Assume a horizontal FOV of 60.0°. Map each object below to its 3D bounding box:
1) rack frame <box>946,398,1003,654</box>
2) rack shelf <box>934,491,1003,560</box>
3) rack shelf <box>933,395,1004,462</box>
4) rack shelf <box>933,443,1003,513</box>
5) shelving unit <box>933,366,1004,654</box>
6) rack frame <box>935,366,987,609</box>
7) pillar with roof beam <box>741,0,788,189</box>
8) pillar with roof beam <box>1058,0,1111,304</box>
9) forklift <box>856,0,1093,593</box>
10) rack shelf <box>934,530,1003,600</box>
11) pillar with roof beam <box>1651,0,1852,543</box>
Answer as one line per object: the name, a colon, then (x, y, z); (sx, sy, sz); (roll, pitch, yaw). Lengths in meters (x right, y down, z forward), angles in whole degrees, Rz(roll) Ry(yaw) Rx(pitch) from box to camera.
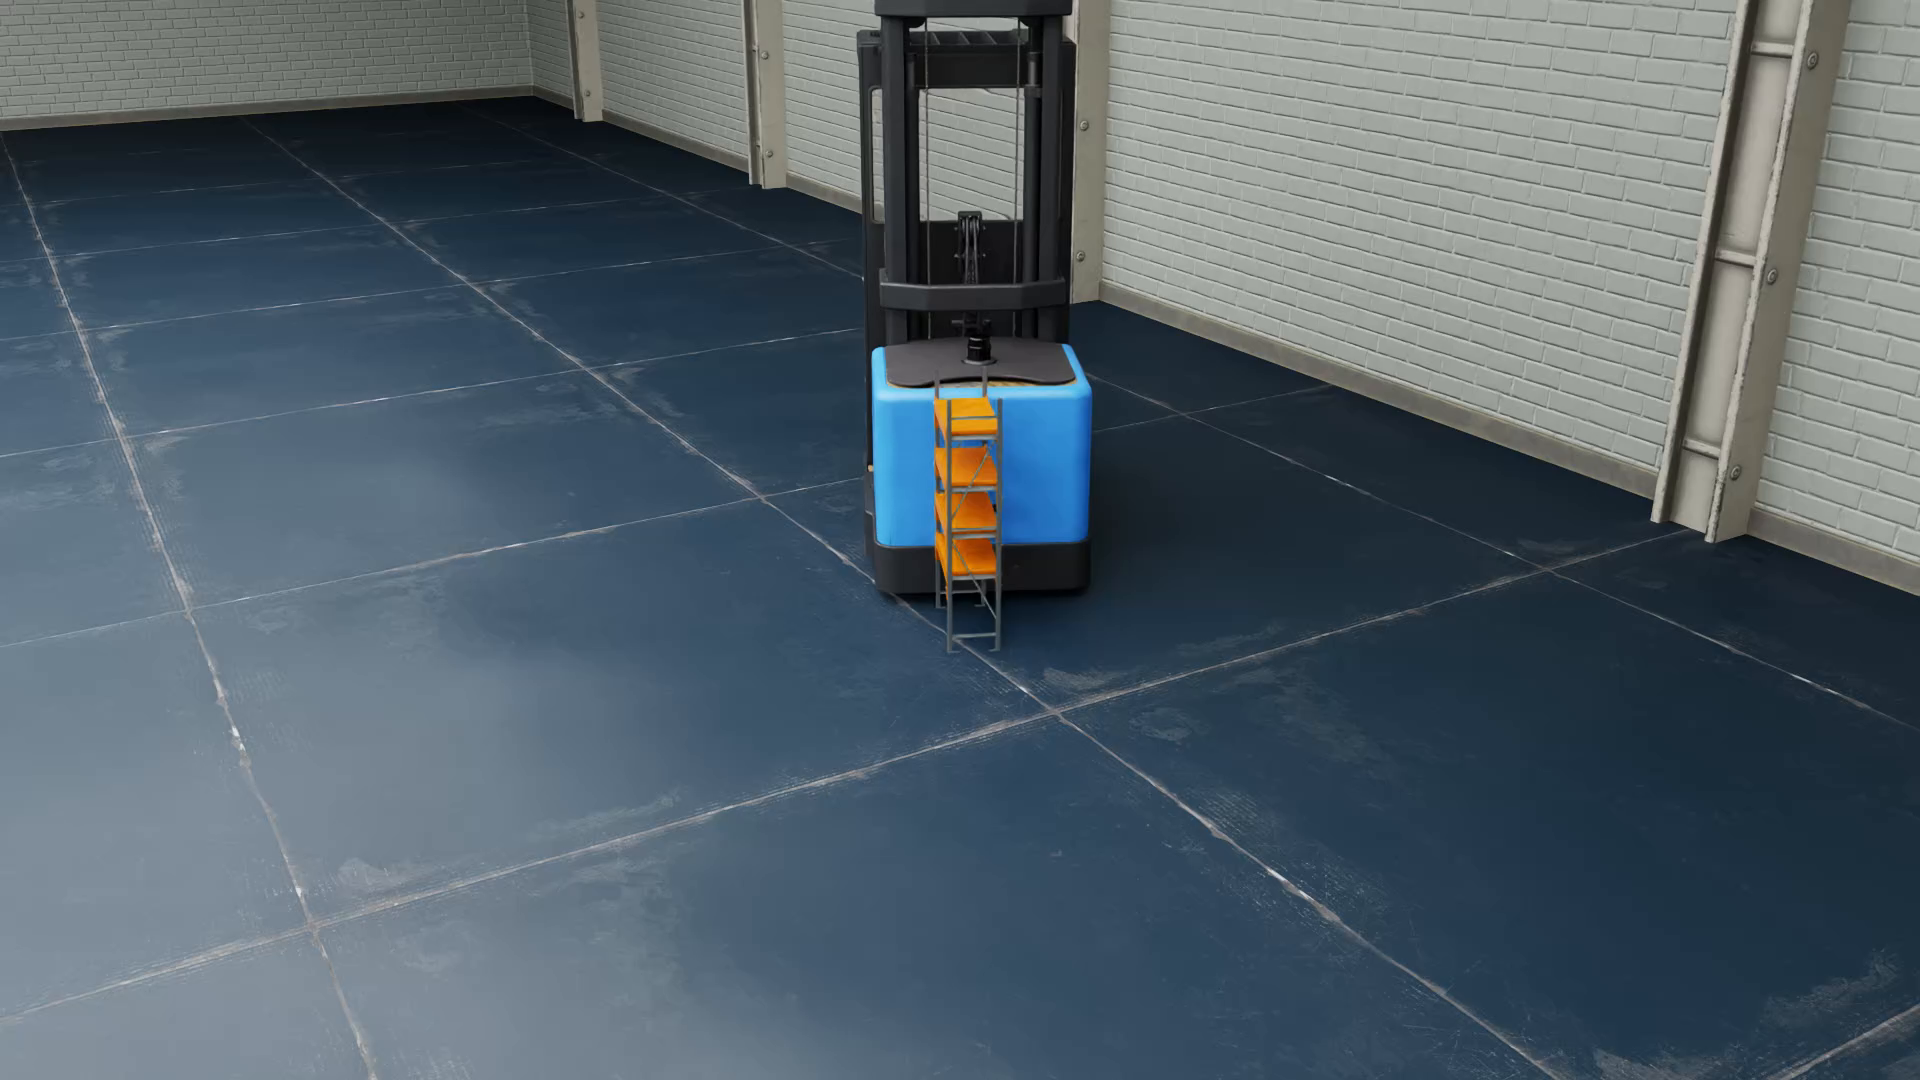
rack frame: (0.063, -0.046, 7.330); (0.240, 1.200, 0.015); (-3, 22, -6)
rack shelf: (0.034, -0.076, 7.580); (0.258, 0.148, 0.480); (-3, 22, -6)
rack shelf: (0.033, -0.502, 7.405); (0.258, 0.148, 0.480); (-3, 22, -6)
rack shelf: (0.034, -0.283, 7.495); (0.258, 0.148, 0.480); (-3, 22, -6)
shelving unit: (0.034, -0.138, 7.555); (0.258, 1.200, 0.503); (-3, 22, -6)
rack frame: (0.005, -0.230, 7.779); (0.240, 1.200, 0.015); (-3, 22, -6)
pillar with roof beam: (-5.830, -7.301, 14.822); (9.100, 9.000, 0.400); (-13, 25, -28)
pillar with roof beam: (-2.765, -5.358, 10.044); (9.100, 9.000, 0.400); (-13, 25, -28)
forklift: (0.018, -1.613, 8.887); (1.130, 2.935, 3.031); (-1, 22, -4)
rack shelf: (0.034, 0.108, 7.656); (0.258, 0.148, 0.480); (-3, 22, -6)
pillar with roof beam: (0.300, -3.416, 5.265); (9.100, 9.000, 0.400); (-13, 25, -28)
